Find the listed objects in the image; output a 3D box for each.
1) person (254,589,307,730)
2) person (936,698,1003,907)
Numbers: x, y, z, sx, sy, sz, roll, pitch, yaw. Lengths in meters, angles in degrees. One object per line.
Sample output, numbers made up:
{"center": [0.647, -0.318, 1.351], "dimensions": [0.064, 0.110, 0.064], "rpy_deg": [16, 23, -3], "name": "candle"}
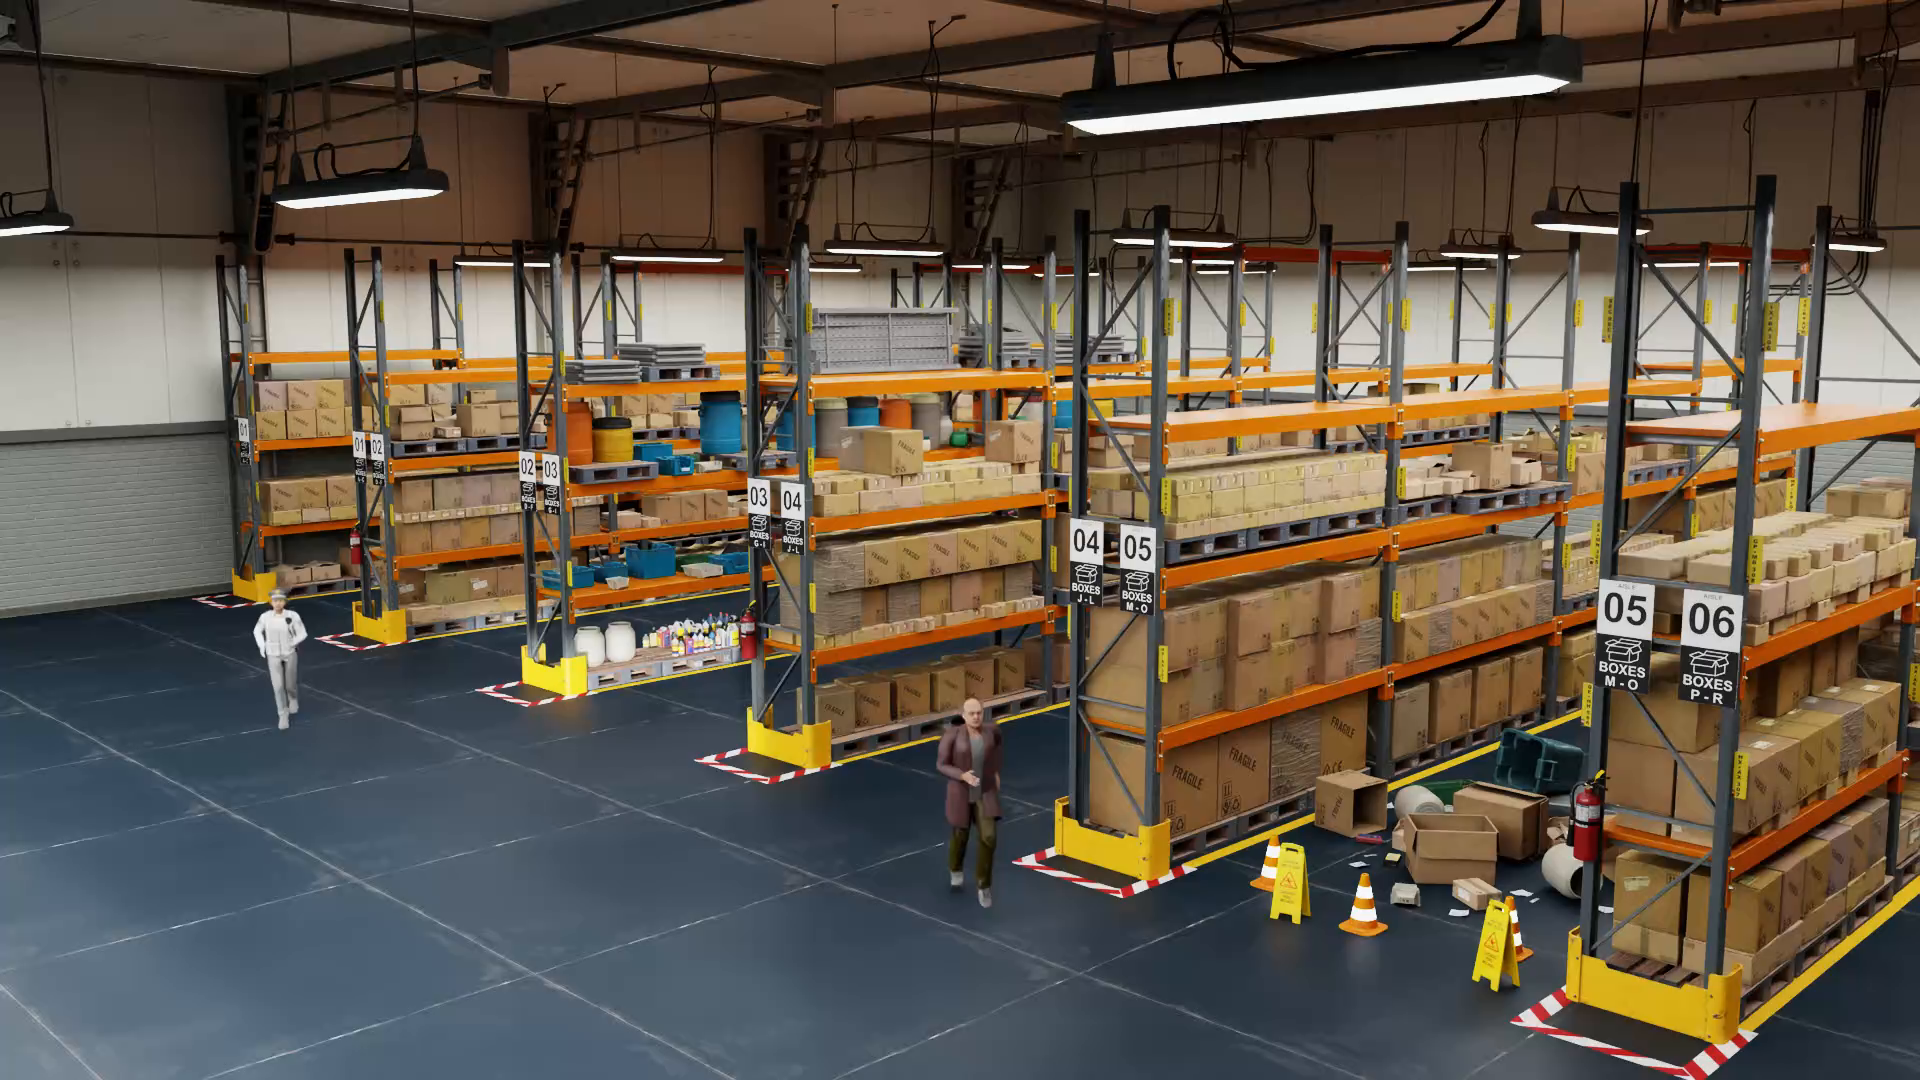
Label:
{"center": [-8.392, 1.433, 20.568], "dimensions": [0.620, 1.695, 0.774], "rpy_deg": [-3, 9, -18], "name": "person"}
{"center": [0.098, 2.266, 14.493], "dimensions": [0.642, 1.841, 0.903], "rpy_deg": [-1, 8, -10], "name": "person"}
